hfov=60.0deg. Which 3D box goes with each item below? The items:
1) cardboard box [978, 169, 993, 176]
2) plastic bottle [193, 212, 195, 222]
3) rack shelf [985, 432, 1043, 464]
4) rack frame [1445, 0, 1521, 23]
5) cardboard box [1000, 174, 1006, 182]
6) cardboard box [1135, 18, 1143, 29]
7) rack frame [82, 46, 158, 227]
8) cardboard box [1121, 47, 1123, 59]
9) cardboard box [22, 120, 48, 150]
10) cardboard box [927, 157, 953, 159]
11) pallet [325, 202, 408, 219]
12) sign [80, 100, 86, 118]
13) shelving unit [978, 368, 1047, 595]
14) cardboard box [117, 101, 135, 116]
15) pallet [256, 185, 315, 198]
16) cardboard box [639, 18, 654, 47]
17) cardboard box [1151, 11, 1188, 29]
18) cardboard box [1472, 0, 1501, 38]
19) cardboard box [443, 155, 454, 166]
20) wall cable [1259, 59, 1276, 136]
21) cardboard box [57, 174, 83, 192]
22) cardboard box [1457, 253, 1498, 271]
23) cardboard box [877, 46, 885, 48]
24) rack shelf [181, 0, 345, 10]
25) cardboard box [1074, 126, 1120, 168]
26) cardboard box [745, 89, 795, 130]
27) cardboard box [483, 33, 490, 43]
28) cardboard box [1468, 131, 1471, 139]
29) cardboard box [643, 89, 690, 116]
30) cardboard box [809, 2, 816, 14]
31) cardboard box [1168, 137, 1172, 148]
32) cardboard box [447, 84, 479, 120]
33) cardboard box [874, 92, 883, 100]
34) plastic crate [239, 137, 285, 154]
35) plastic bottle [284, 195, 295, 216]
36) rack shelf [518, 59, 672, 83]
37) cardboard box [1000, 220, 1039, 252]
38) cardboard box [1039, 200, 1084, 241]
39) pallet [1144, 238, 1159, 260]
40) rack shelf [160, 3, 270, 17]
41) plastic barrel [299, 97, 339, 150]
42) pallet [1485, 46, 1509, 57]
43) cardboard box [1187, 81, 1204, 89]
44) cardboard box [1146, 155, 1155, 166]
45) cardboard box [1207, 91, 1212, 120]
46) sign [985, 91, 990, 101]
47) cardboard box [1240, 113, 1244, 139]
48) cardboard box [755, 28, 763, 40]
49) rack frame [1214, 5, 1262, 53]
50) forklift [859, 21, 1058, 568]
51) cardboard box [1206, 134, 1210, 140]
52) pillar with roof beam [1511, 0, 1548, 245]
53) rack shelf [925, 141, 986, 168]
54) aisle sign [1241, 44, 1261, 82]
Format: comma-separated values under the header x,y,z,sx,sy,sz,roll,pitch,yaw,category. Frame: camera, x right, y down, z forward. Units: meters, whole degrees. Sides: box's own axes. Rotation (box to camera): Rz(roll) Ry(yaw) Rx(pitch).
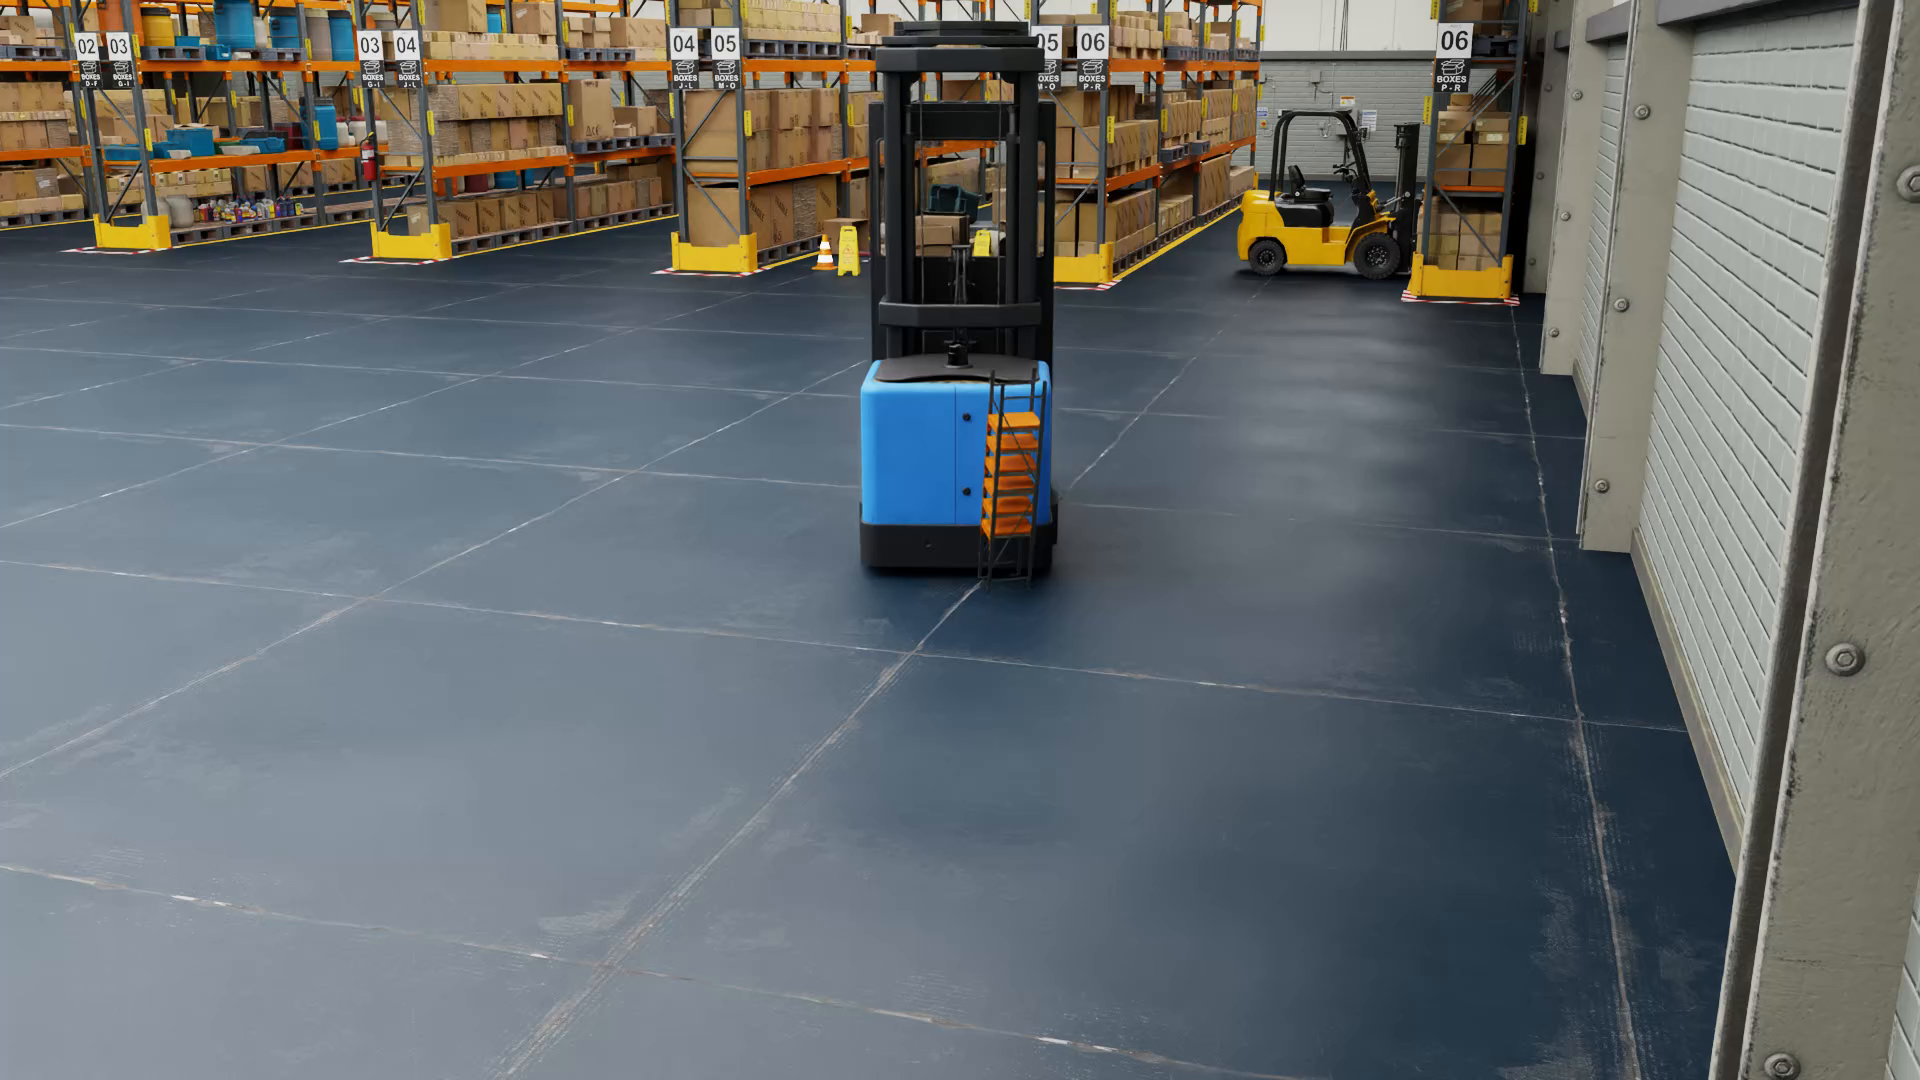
x,y,z,sx,sy,sz,roll,pitch,yaw,category
0.480,-7.667,34.726,0.380,0.149,0.250,4,16,15,cardboard box
-12.760,-5.374,27.600,0.097,0.201,0.097,0,16,0,plastic bottle
0.276,-0.469,8.555,0.258,0.103,0.180,-4,28,-14,rack shelf
6.145,-7.344,19.230,0.949,2.616,0.053,5,16,16,rack frame
0.767,-7.723,35.471,0.380,0.149,0.250,4,16,15,cardboard box
2.295,-7.081,22.799,0.380,0.149,0.250,5,17,17,cardboard box
-12.862,-5.994,25.465,1.000,3.000,0.127,5,16,16,rack frame
1.938,-6.434,21.980,0.380,0.149,0.250,5,16,16,cardboard box
-16.737,-7.219,29.599,0.700,0.500,0.500,4,16,15,cardboard box
-0.440,-7.526,33.302,0.500,0.250,0.500,4,16,13,cardboard box
-11.194,-6.228,31.399,1.003,0.211,1.213,5,16,16,pallet
-15.941,-7.838,30.233,0.100,0.325,0.005,5,16,16,sign
0.265,-0.295,8.644,0.258,1.200,0.189,-4,28,-14,shelving unit
-19.126,-9.697,37.756,0.500,0.500,0.500,5,16,16,cardboard box
-14.740,-7.641,36.382,1.003,0.211,1.213,5,16,16,pallet
-5.871,-9.155,30.014,0.500,0.500,0.500,5,16,16,cardboard box
3.207,-7.954,25.468,0.500,0.250,0.500,4,16,15,cardboard box
6.427,-6.594,20.946,0.700,0.500,0.500,5,17,16,cardboard box
-7.714,-5.609,24.568,0.380,0.149,0.250,5,16,16,cardboard box
7.515,-11.008,41.224,0.585,1.953,0.123,5,16,16,wall cable
-16.633,-6.703,31.205,0.500,0.311,0.500,5,16,16,cardboard box
6.475,-3.450,20.765,0.500,0.250,0.500,5,16,16,cardboard box
-1.194,-8.952,30.214,0.500,0.500,0.500,5,16,16,cardboard box
-14.768,-11.343,35.380,1.077,0.370,4.000,5,16,16,rack shelf
1.789,-5.135,21.708,0.500,0.500,0.500,4,16,15,cardboard box
-2.887,-6.172,23.837,0.875,0.550,0.550,5,16,16,cardboard box
-7.385,-7.633,25.291,0.380,0.149,0.250,4,16,15,cardboard box
6.477,-5.326,21.737,0.380,0.149,0.250,5,16,16,cardboard box
-5.616,-8.424,32.009,0.797,0.503,0.637,5,17,18,cardboard box
-2.335,-7.816,24.437,0.380,0.149,0.250,5,16,16,cardboard box
3.064,-6.154,25.719,0.380,0.149,0.250,5,17,17,cardboard box
-7.547,-6.535,24.812,0.500,0.500,0.500,5,16,16,cardboard box
-1.681,-7.304,28.067,0.700,0.500,0.500,4,16,15,cardboard box
-11.779,-6.658,28.080,0.499,0.251,0.616,5,16,16,plastic crate
-11.632,-5.787,28.783,0.144,0.351,0.185,4,16,14,plastic bottle
-6.408,-8.277,29.334,1.077,0.370,4.000,5,16,16,rack shelf
0.916,-4.512,24.815,0.500,0.500,0.500,-10,19,-32,cardboard box
1.366,-4.311,22.427,0.500,0.500,0.500,5,17,16,cardboard box
2.368,-4.368,24.842,1.003,0.211,1.213,5,16,16,pallet
-18.382,-12.773,40.421,1.077,0.370,4.000,5,16,16,rack shelf
-11.325,-7.359,29.359,0.600,0.901,0.708,5,16,16,plastic barrel
8.000,-7.425,25.360,1.003,0.211,1.213,5,17,18,pallet
4.581,-8.927,32.602,0.380,0.149,0.250,4,16,15,cardboard box
2.661,-5.594,24.513,0.380,0.149,0.250,5,17,17,cardboard box
4.168,-7.704,29.479,0.500,0.500,0.500,5,16,16,cardboard box
0.557,-8.853,33.424,0.100,0.325,0.005,5,16,16,sign
5.477,-8.392,33.738,0.500,0.500,0.500,5,17,16,cardboard box
-2.910,-6.903,22.679,0.380,0.149,0.250,5,17,16,cardboard box
5.935,-11.914,35.341,1.000,3.000,0.127,5,16,16,rack frame
0.021,-1.603,10.108,1.130,2.935,3.031,0,16,2,forklift
4.171,-7.106,29.662,0.500,0.250,0.500,4,16,14,cardboard box
4.788,-9.359,26.336,9.100,9.000,0.400,5,16,16,pillar with roof beam
-0.545,-7.469,31.983,1.077,0.370,4.000,5,16,16,rack shelf
6.253,-10.273,35.786,0.394,0.787,0.004,5,16,16,aisle sign
